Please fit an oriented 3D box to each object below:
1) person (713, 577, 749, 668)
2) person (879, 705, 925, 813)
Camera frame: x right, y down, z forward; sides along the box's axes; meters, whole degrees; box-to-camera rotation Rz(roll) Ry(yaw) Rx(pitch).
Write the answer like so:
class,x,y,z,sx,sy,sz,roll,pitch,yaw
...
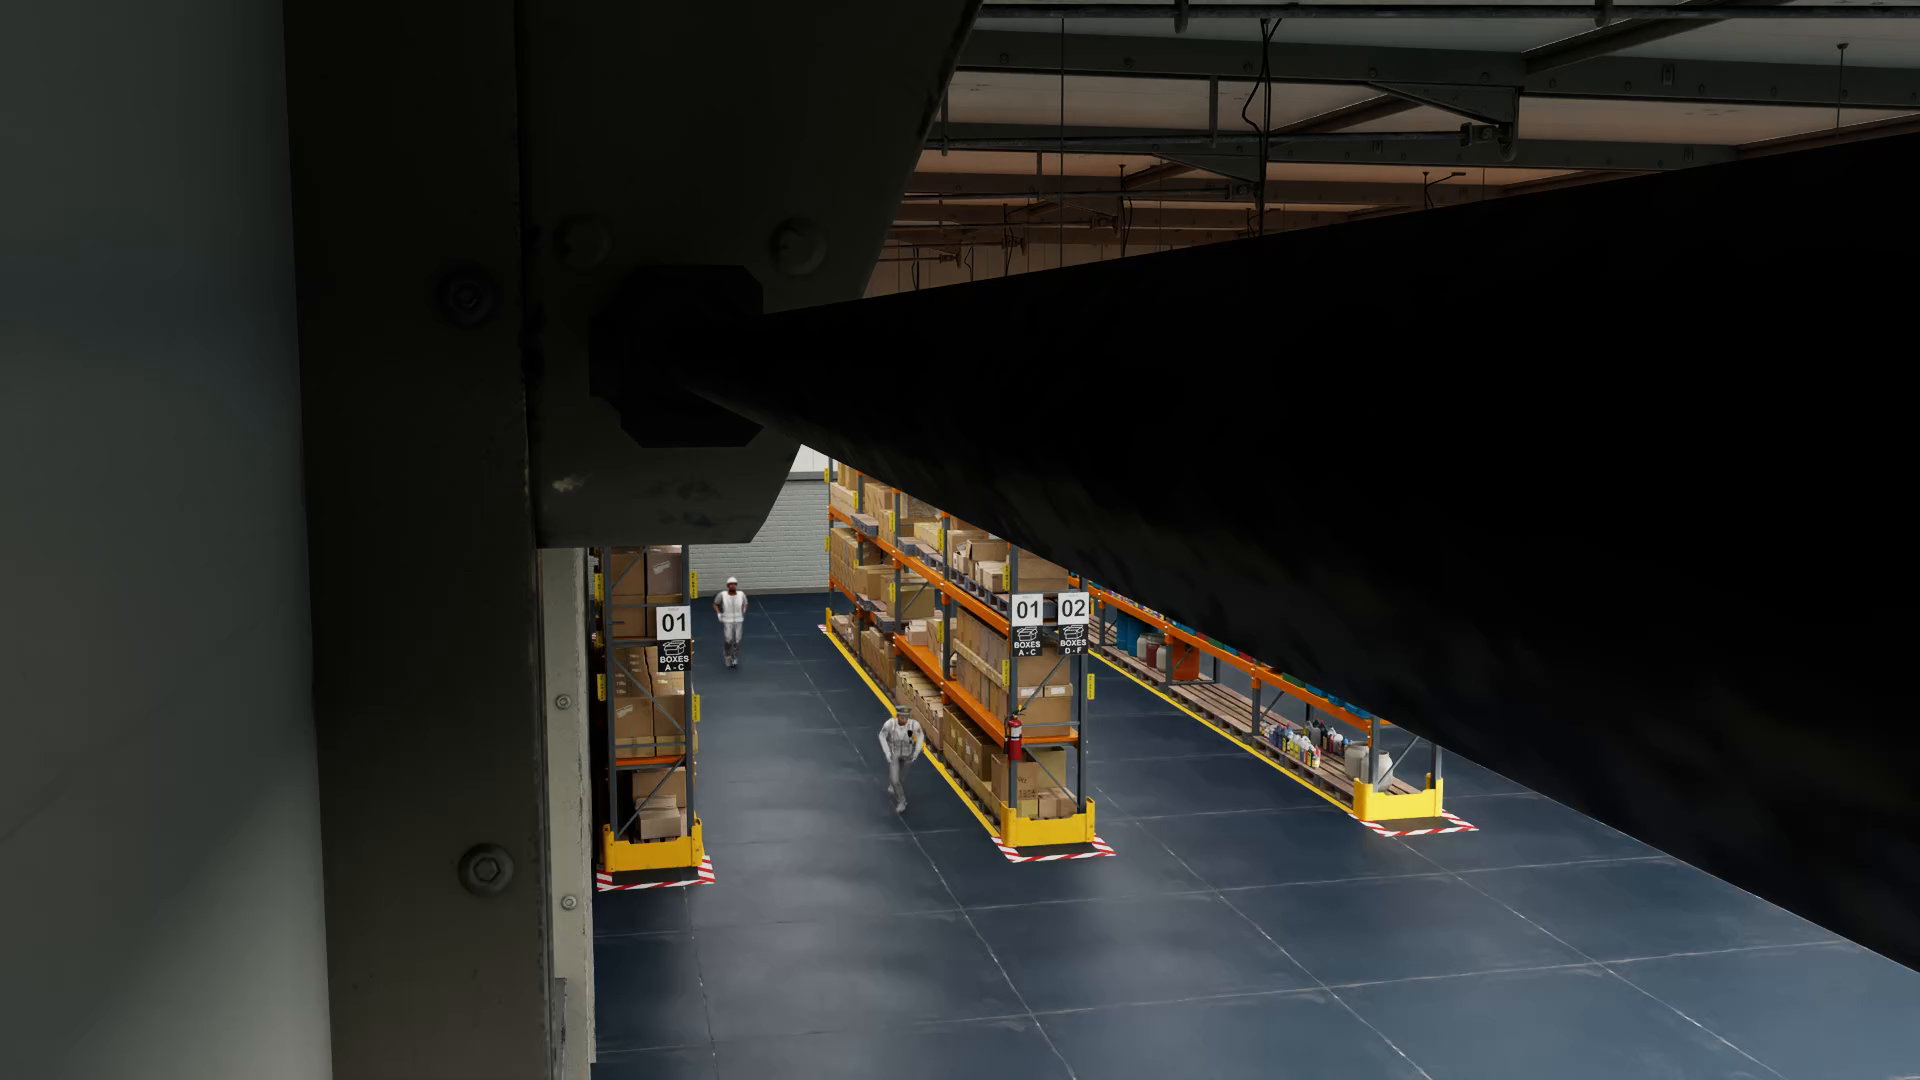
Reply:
class,x,y,z,sx,sy,sz,roll,pitch,yaw
person,-4.422,1.616,32.366,0.662,1.775,0.639,-2,7,-20
person,-0.804,2.924,22.651,0.626,1.512,0.963,-1,7,-8
